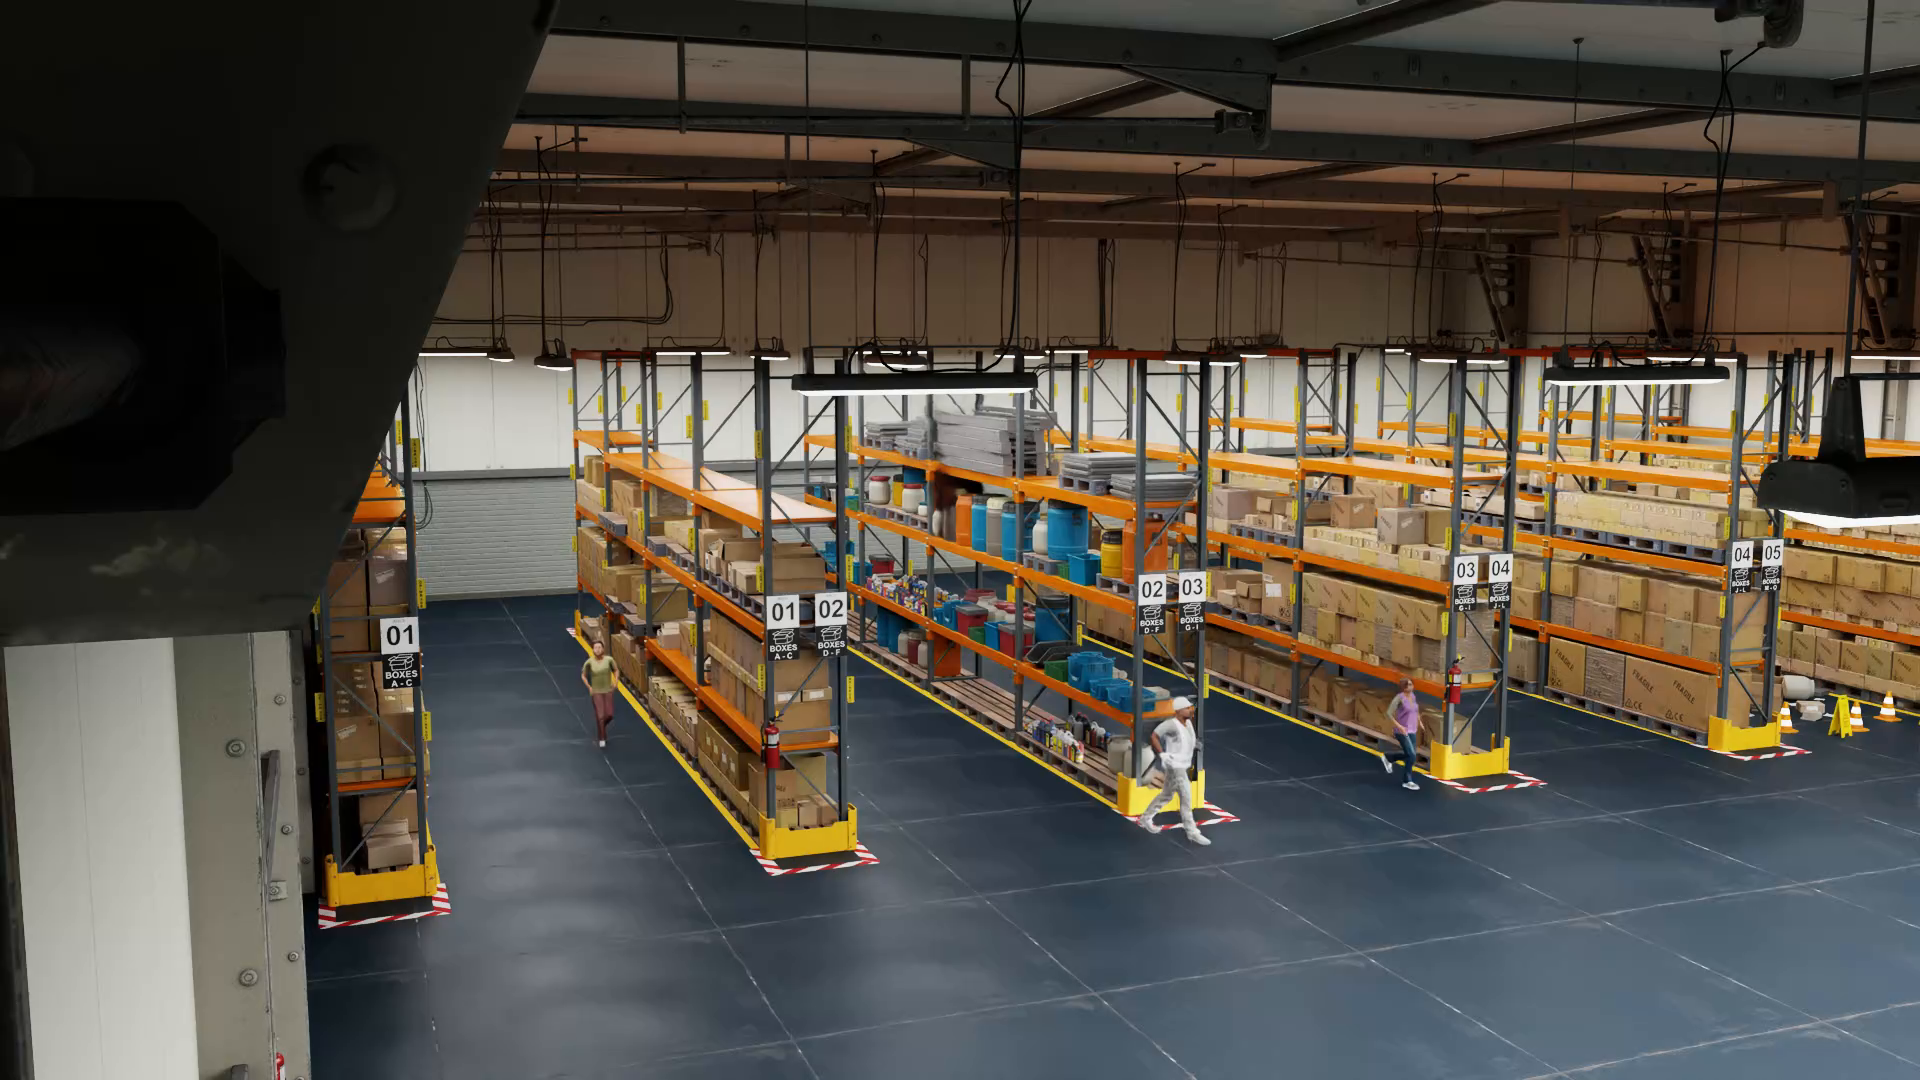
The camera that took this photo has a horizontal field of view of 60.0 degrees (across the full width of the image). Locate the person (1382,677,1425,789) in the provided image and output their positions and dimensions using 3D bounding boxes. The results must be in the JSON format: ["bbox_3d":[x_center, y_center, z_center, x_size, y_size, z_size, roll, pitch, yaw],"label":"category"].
[{"bbox_3d":[6.165,2.672,23.255,0.574,1.558,0.678,-6,9,-38],"label":"person"}]

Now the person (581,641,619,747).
[{"bbox_3d":[-5.534,2.350,25.629,0.580,1.636,0.547,-2,7,-18],"label":"person"}]

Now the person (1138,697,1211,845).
[{"bbox_3d":[2.733,2.833,20.799,0.993,1.760,0.692,3,8,25],"label":"person"}]
